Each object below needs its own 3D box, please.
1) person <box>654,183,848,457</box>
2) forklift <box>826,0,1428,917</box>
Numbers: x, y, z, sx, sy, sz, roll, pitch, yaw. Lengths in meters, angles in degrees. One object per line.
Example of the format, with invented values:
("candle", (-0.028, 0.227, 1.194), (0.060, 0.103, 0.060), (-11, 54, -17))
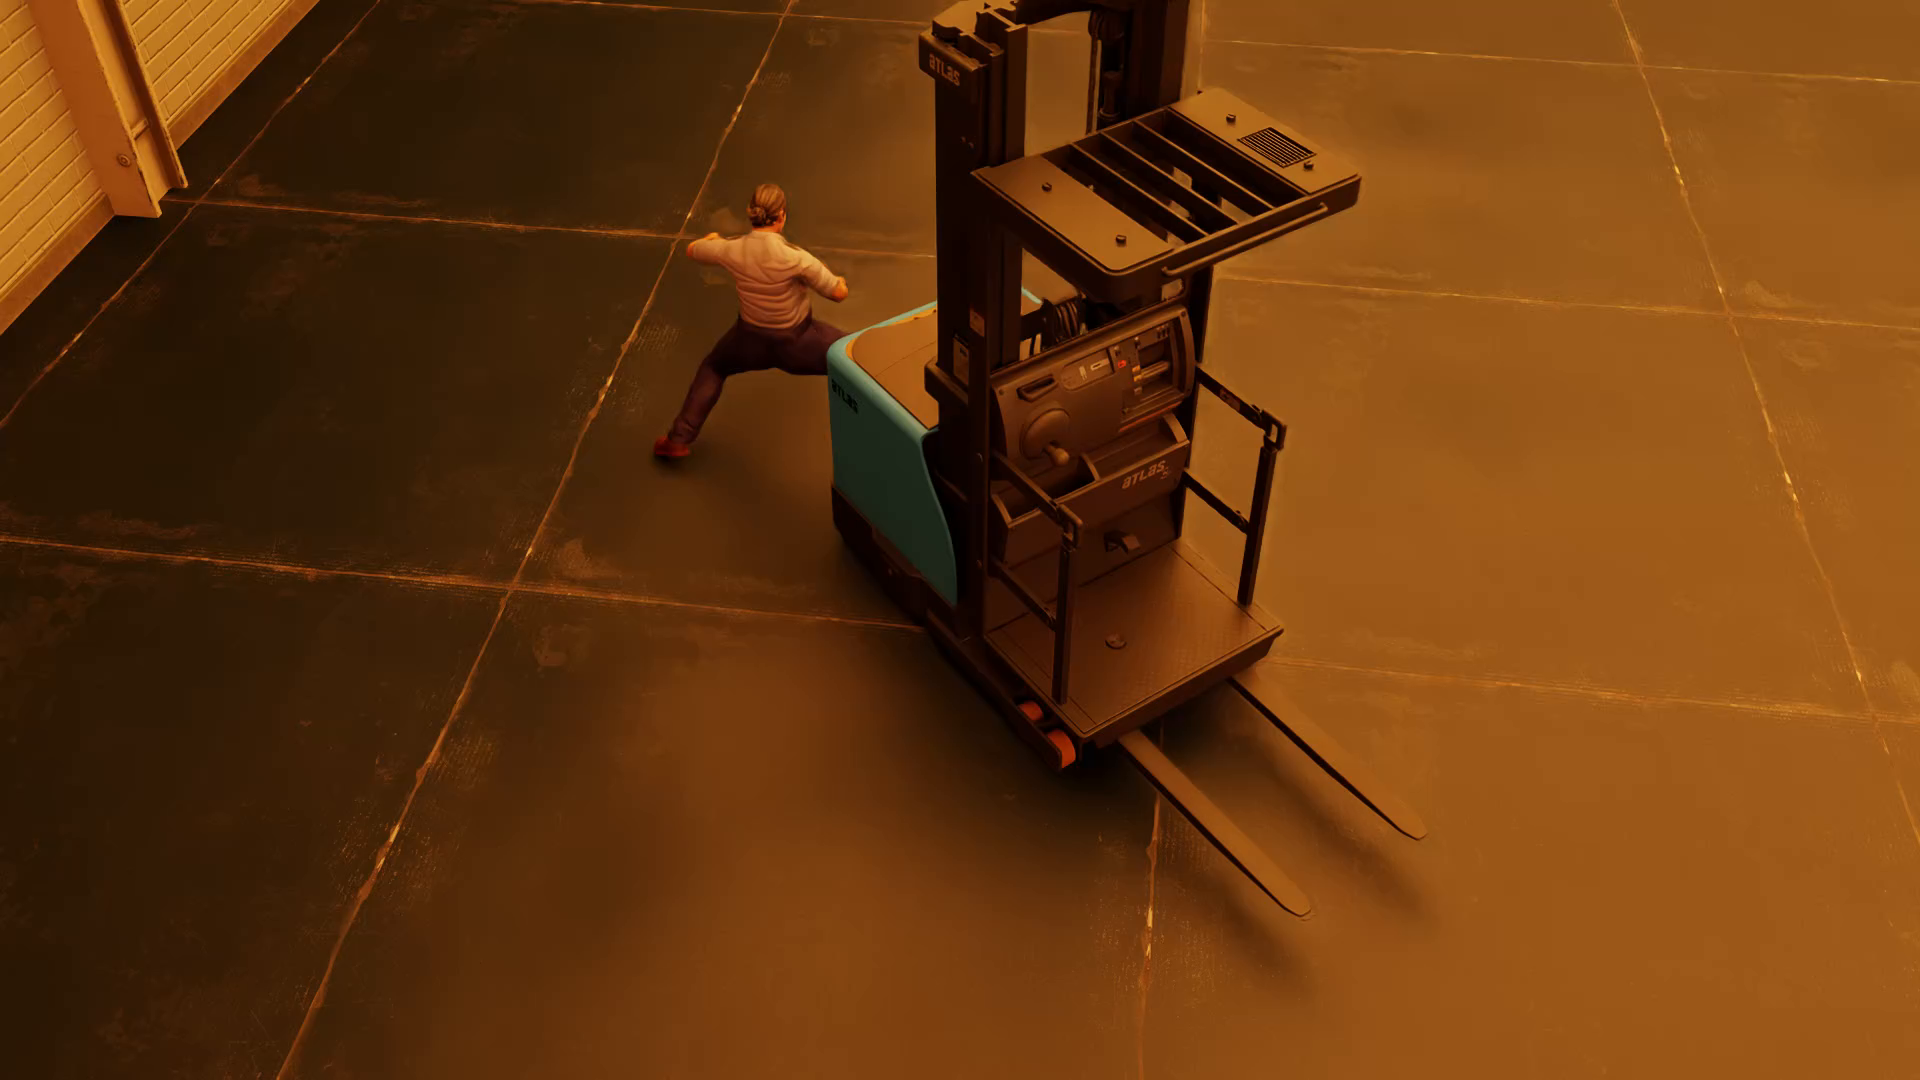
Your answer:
("person", (-0.884, -1.095, 8.020), (1.195, 1.470, 0.902), (10, 44, 11))
("forklift", (0.652, -0.510, 6.279), (1.130, 2.935, 3.031), (-25, 48, -25))
